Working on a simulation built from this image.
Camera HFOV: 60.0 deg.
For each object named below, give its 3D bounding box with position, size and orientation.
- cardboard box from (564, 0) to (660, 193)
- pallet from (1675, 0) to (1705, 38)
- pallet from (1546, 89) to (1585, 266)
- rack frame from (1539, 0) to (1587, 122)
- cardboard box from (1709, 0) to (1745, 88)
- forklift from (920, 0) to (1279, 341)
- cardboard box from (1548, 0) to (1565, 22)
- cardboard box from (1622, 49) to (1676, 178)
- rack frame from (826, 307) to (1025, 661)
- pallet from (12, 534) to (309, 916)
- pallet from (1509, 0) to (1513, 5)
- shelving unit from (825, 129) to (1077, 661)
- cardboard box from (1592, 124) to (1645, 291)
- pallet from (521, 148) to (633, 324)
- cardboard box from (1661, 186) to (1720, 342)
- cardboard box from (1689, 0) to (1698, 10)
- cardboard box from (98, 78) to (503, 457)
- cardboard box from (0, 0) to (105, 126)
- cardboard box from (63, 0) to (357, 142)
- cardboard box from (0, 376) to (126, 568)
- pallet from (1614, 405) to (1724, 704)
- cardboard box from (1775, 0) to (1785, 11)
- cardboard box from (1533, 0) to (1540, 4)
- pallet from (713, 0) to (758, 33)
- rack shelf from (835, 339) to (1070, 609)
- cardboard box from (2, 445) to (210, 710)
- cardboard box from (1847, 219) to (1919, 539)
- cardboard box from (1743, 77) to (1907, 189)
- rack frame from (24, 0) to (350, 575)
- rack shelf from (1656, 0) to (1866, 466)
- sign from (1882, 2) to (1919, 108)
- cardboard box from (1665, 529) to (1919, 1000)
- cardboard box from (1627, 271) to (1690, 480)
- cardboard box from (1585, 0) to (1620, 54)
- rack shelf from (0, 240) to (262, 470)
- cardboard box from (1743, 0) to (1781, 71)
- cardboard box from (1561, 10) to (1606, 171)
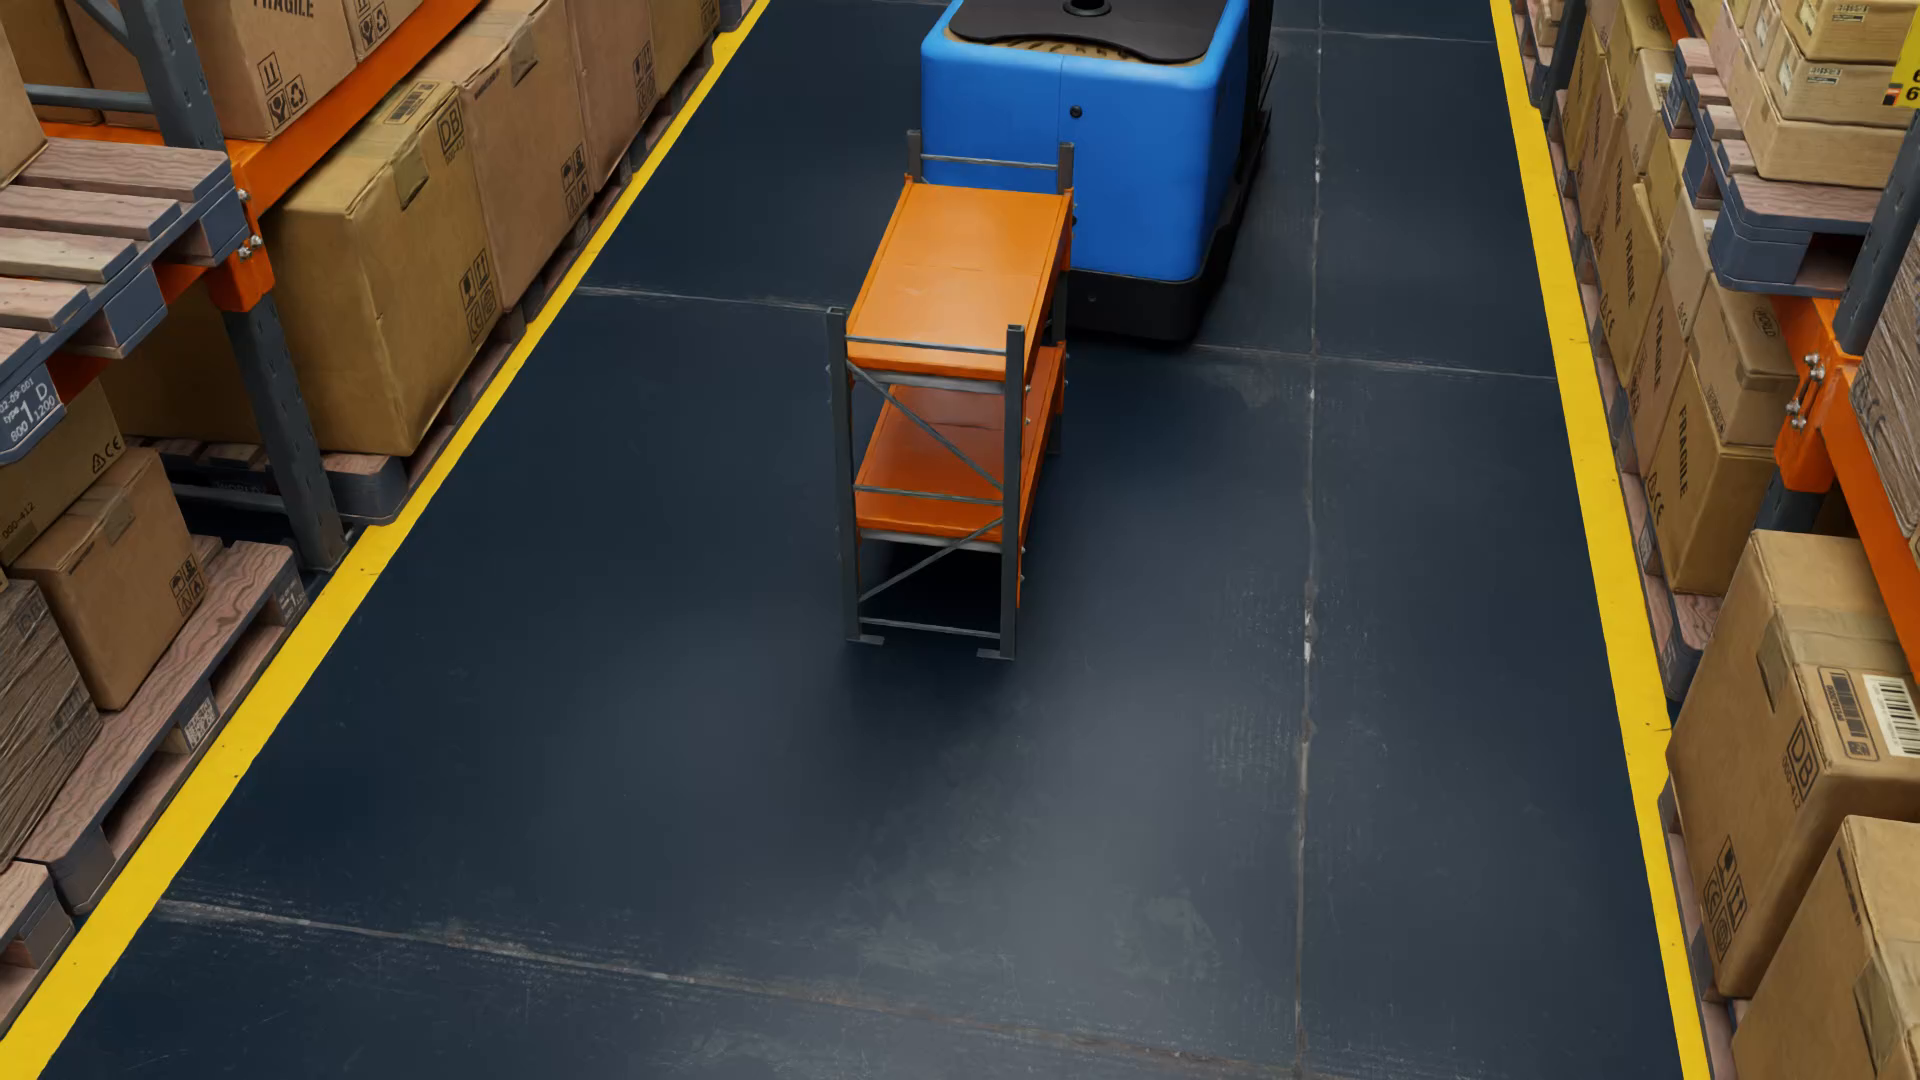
[{"bbox_3d":[-1.967,-2.031,6.690,1.225,0.875,0.875,5,40,6],"label":"cardboard box"},{"bbox_3d":[2.755,-1.705,5.108,1.003,0.211,1.213,6,40,8],"label":"pallet"},{"bbox_3d":[3.012,-1.479,6.873,1.003,0.211,1.213,6,40,8],"label":"pallet"},{"bbox_3d":[3.145,-3.042,6.576,1.000,3.000,0.127,6,40,8],"label":"rack frame"},{"bbox_3d":[2.174,-1.274,4.305,0.380,0.149,0.250,7,40,8],"label":"cardboard box"},{"bbox_3d":[0.744,-2.797,6.332,1.130,2.935,3.031,10,41,12],"label":"forklift"},{"bbox_3d":[2.887,-2.453,7.537,0.380,0.149,0.250,7,40,9],"label":"cardboard box"},{"bbox_3d":[2.575,-1.441,5.683,0.500,0.250,0.500,8,40,9],"label":"cardboard box"},{"bbox_3d":[-0.087,-0.119,4.511,0.500,1.125,0.032,6,40,8],"label":"rack frame"},{"bbox_3d":[-2.551,0.423,4.573,1.003,0.211,1.213,6,40,8],"label":"pallet"},{"bbox_3d":[3.435,-3.161,8.907,1.003,0.211,1.213,6,40,8],"label":"pallet"},{"bbox_3d":[0.001,-0.438,4.897,0.538,1.125,1.048,6,40,8],"label":"shelving unit"},{"bbox_3d":[2.589,-1.144,5.911,0.500,0.500,0.500,7,40,8],"label":"cardboard box"},{"bbox_3d":[-1.991,-1.317,6.678,1.003,0.211,1.213,6,40,8],"label":"pallet"},{"bbox_3d":[2.390,-0.796,4.902,0.500,0.250,0.500,7,40,8],"label":"cardboard box"},{"bbox_3d":[2.266,-1.599,4.698,0.380,0.149,0.250,5,40,6],"label":"cardboard box"},{"bbox_3d":[-2.275,-0.916,5.342,1.225,0.875,0.875,5,40,6],"label":"cardboard box"},{"bbox_3d":[-2.573,-1.518,4.653,0.500,0.500,0.500,8,40,9],"label":"cardboard box"},{"bbox_3d":[-2.062,-1.456,4.578,0.500,0.500,0.500,8,40,9],"label":"cardboard box"},{"bbox_3d":[-2.501,-0.214,4.182,0.500,0.250,0.500,8,40,9],"label":"cardboard box"},{"bbox_3d":[2.590,0.053,5.021,1.003,0.211,1.213,6,40,8],"label":"pallet"},{"bbox_3d":[2.132,-1.342,3.919,0.380,0.149,0.250,6,40,7],"label":"cardboard box"},{"bbox_3d":[2.987,-2.716,8.089,0.380,0.149,0.250,5,40,6],"label":"cardboard box"},{"bbox_3d":[-1.514,-3.046,8.769,1.003,0.211,1.213,6,40,8],"label":"pallet"},{"bbox_3d":[0.001,-0.249,5.053,0.538,0.278,1.000,6,40,8],"label":"rack shelf"},{"bbox_3d":[-2.511,0.074,4.423,0.700,0.500,0.500,4,40,5],"label":"cardboard box"},{"bbox_3d":[2.109,-0.318,3.203,0.500,0.500,0.500,7,40,8],"label":"cardboard box"},{"bbox_3d":[2.086,-0.957,3.921,0.380,0.149,0.250,7,40,8],"label":"cardboard box"},{"bbox_3d":[-2.415,-1.142,4.278,1.000,3.000,0.127,6,40,8],"label":"rack frame"},{"bbox_3d":[2.799,-1.510,5.287,1.077,0.370,4.000,6,40,8],"label":"rack shelf"},{"bbox_3d":[1.917,-1.002,3.261,0.100,0.325,0.005,6,40,8],"label":"sign"},{"bbox_3d":[2.259,0.546,3.672,1.050,0.750,0.750,6,40,7],"label":"cardboard box"},{"bbox_3d":[2.403,-0.498,5.130,0.500,0.500,0.500,8,40,9],"label":"cardboard box"},{"bbox_3d":[2.757,-2.095,6.474,0.500,0.250,0.500,5,40,6],"label":"cardboard box"},{"bbox_3d":[-2.761,0.390,2.989,1.077,0.370,4.000,6,40,8],"label":"rack shelf"},{"bbox_3d":[2.135,-1.240,4.029,0.380,0.149,0.250,8,40,9],"label":"cardboard box"},{"bbox_3d":[2.756,-1.806,6.713,0.500,0.500,0.500,8,40,9],"label":"cardboard box"}]
